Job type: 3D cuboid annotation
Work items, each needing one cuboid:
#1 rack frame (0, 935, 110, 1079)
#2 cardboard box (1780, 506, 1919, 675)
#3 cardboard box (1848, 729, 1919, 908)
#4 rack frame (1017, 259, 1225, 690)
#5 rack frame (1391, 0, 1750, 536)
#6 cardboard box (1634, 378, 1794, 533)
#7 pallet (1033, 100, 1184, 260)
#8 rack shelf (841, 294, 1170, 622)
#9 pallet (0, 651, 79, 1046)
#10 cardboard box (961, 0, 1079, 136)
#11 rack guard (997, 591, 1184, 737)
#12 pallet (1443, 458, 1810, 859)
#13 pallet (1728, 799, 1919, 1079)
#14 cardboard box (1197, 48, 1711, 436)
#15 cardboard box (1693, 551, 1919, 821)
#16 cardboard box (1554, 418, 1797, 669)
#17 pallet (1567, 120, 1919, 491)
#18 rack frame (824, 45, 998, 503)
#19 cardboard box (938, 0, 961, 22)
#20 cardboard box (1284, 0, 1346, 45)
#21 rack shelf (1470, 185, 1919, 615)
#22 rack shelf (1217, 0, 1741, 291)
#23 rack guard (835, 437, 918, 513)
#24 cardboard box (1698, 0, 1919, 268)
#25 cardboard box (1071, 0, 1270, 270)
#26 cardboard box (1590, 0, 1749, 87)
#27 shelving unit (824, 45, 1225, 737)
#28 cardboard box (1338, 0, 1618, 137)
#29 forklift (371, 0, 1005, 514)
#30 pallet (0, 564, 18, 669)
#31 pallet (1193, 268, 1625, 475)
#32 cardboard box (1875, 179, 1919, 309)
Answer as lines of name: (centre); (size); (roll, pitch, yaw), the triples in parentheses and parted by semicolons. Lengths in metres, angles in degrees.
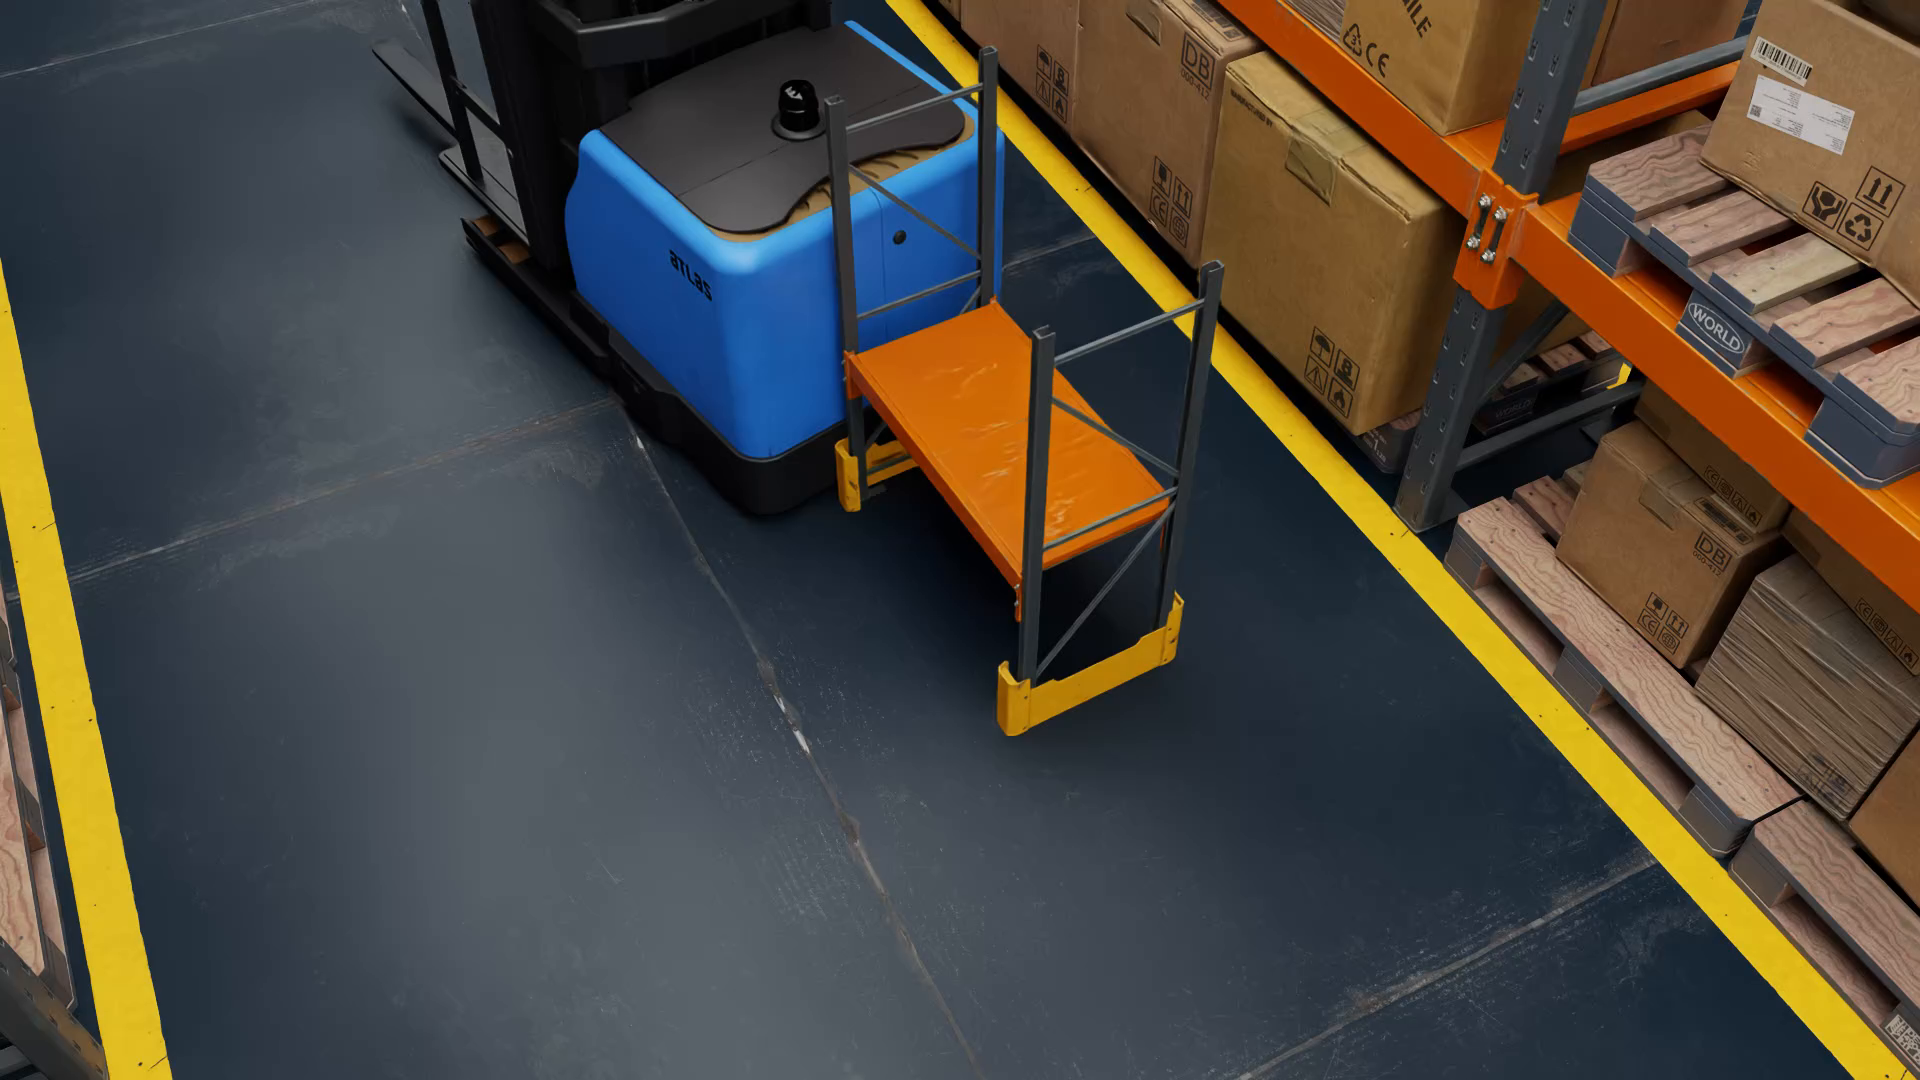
rack frame: (-2.548, 0.493, 2.826); (1.000, 3.000, 0.127); (-21, 52, -18)
cardboard box: (2.441, 0.008, 4.121); (0.500, 0.250, 0.500); (-16, 51, -13)
cardboard box: (2.711, 0.650, 4.057); (0.700, 0.500, 0.500); (-17, 51, -15)
rack frame: (0.383, -0.049, 4.297); (0.500, 1.500, 0.032); (-23, 53, -19)
rack frame: (1.856, -1.213, 4.318); (1.000, 3.000, 0.127); (-21, 52, -18)
cardboard box: (2.189, -0.344, 4.428); (0.500, 0.250, 0.500); (-19, 52, -16)
pallet: (1.008, -1.664, 6.565); (1.003, 0.211, 1.213); (-21, 52, -18)
rack shelf: (0.130, -0.263, 4.722); (0.538, 0.185, 1.000); (-23, 53, -19)
pallet: (-2.946, 0.898, 4.325); (1.003, 0.211, 1.213); (-21, 52, -18)
cardboard box: (0.746, -2.310, 6.410); (1.225, 0.875, 0.875); (-23, 53, -19)
rack guard: (0.373, 0.349, 4.778); (0.587, 0.250, 0.087); (-23, 53, -19)
pallet: (2.212, 0.228, 4.910); (1.003, 0.211, 1.213); (-21, 52, -18)
pallet: (2.767, 1.044, 4.197); (1.003, 0.211, 1.213); (-21, 52, -18)
cardboard box: (1.559, -1.121, 5.370); (1.225, 0.875, 0.875); (-23, 53, -19)
cardboard box: (2.446, 0.273, 4.387); (0.700, 0.500, 0.500); (-25, 53, -20)
cardboard box: (2.180, -0.094, 4.707); (0.700, 0.500, 0.500); (-24, 53, -19)
pallet: (2.277, -0.710, 4.005); (1.213, 0.211, 1.003); (-21, 52, -18)
rack frame: (-0.123, -0.713, 4.877); (0.500, 1.500, 0.032); (-23, 53, -19)
cardboard box: (0.336, -2.908, 6.933); (1.225, 0.875, 0.875); (-21, 52, -17)
cardboard box: (1.187, -1.827, 4.789); (0.500, 0.500, 0.500); (-22, 52, -18)
rack shelf: (2.771, 0.362, 3.418); (1.077, 0.370, 4.000); (-21, 52, -18)
rack shelf: (0.941, -2.315, 5.760); (1.077, 0.370, 4.000); (-21, 52, -18)
rack guard: (-0.123, -0.301, 5.347); (0.587, 0.250, 0.087); (-23, 53, -19)
cardboard box: (2.139, -1.037, 3.819); (0.500, 0.500, 0.500); (-27, 54, -22)
cardboard box: (1.158, -1.720, 5.894); (1.225, 0.875, 0.875); (-21, 52, -17)
cardboard box: (1.876, -1.665, 4.647); (0.500, 0.500, 0.500); (-20, 52, -16)
shelving unit: (0.125, -0.387, 4.592); (0.587, 1.500, 1.083); (-23, 53, -19)
cardboard box: (1.410, -1.491, 4.495); (0.500, 0.500, 0.500); (-20, 52, -16)
forklift: (-1.168, -2.099, 5.138); (1.130, 2.935, 3.031); (-31, 56, -24)
pallet: (-3.500, 0.082, 5.038); (1.003, 0.211, 1.213); (-21, 52, -18)
pallet: (1.562, -0.849, 5.852); (1.003, 0.211, 1.213); (-21, 52, -18)
cardboard box: (2.483, -0.698, 3.522); (0.700, 0.500, 0.500); (-14, 50, -12)
